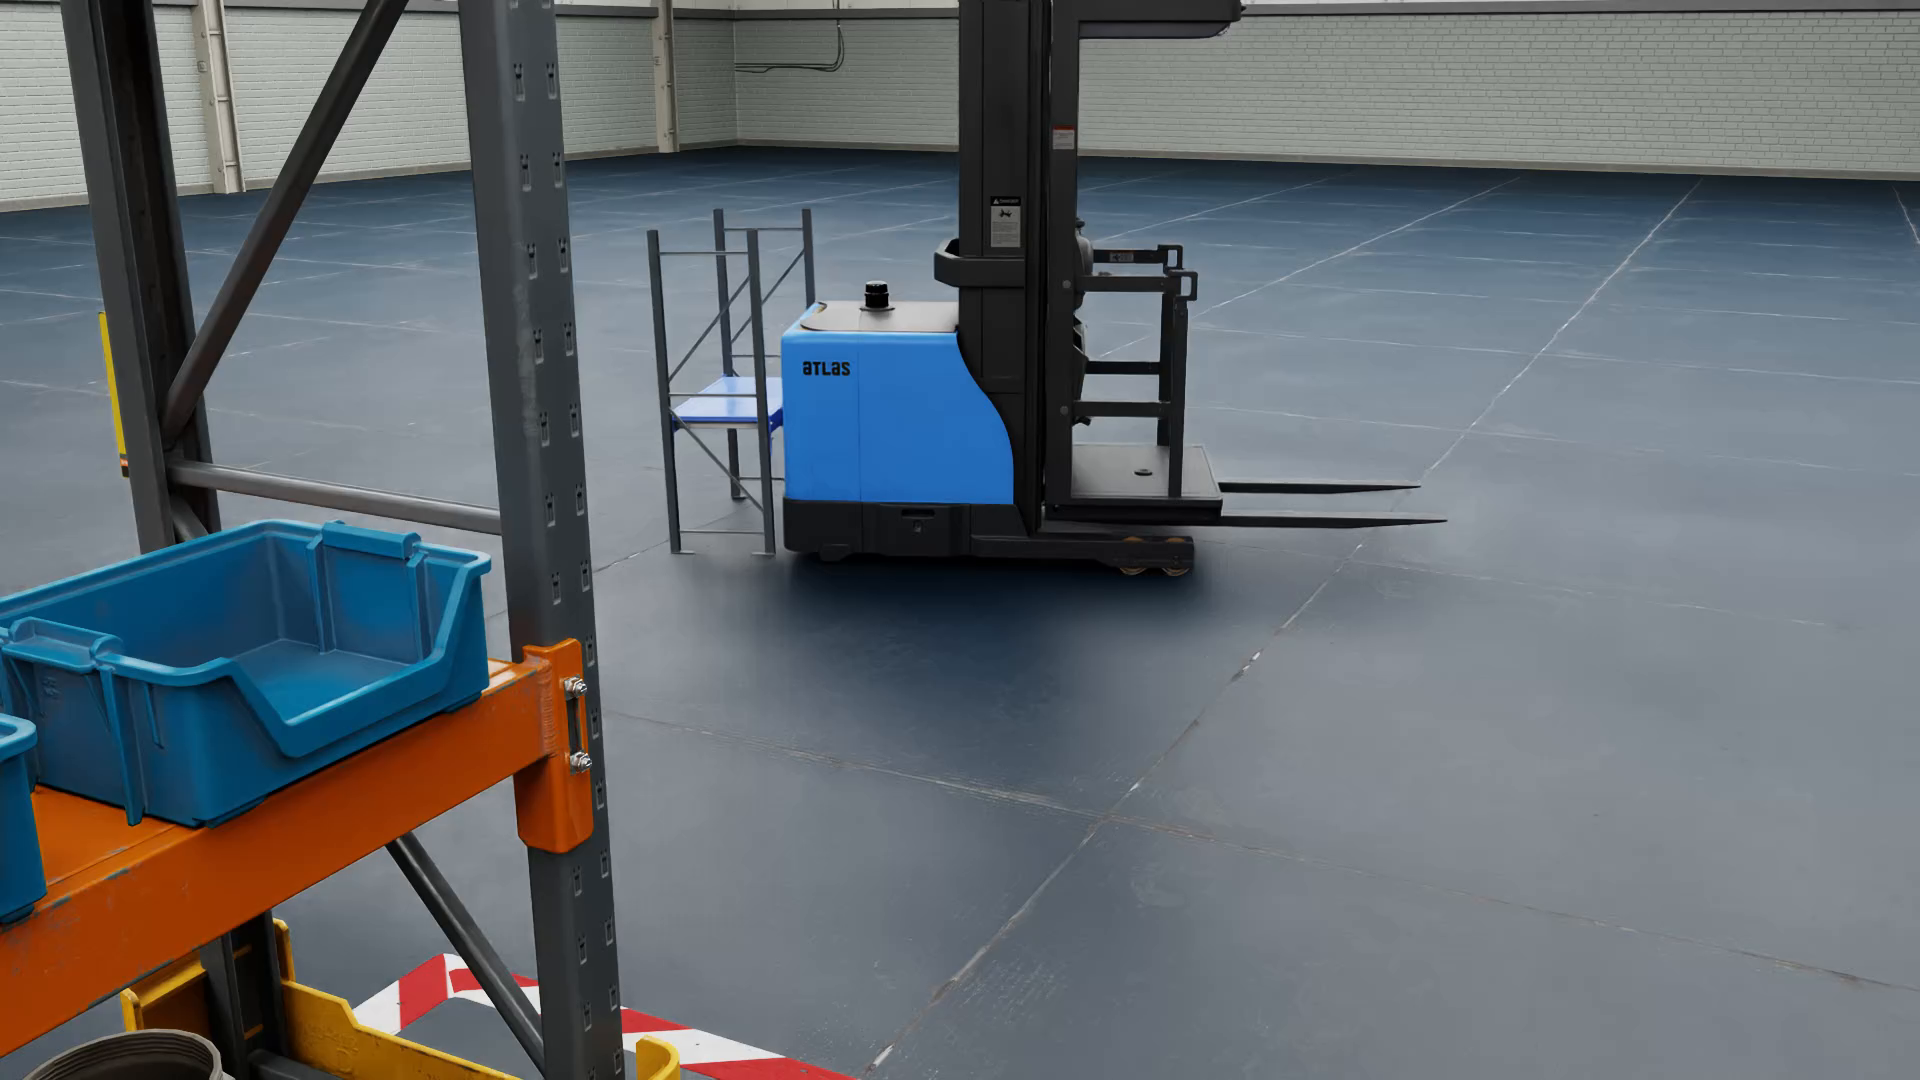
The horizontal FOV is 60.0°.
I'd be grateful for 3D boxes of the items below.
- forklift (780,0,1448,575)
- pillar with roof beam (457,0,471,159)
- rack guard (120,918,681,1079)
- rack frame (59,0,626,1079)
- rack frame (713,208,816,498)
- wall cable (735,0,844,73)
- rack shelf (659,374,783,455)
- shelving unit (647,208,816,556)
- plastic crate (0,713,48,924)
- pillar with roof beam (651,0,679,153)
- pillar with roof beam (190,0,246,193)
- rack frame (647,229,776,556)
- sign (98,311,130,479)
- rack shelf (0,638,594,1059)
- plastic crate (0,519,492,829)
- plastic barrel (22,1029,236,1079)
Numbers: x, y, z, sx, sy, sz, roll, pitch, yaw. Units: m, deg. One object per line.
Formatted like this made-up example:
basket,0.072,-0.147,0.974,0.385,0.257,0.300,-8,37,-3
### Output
forklift,0.725,-1.403,7.602,3.031,2.935,1.130,1,17,3
pillar with roof beam,-5.383,-10.969,29.149,9.100,9.000,0.400,8,18,25
rack guard,-1.094,1.155,3.258,1.175,0.500,0.348,8,18,25
rack frame,-1.105,-0.069,2.988,0.949,2.616,0.053,8,18,25
rack frame,-0.973,-0.940,8.534,0.500,1.500,0.032,1,17,9
wall cable,-4.054,-12.138,38.541,3.097,2.526,0.112,8,18,25
rack shelf,-1.045,-0.625,8.103,0.538,0.185,1.000,1,17,9
shelving unit,-1.049,-0.797,8.053,0.538,1.500,1.048,1,17,9
plastic crate,-1.353,0.333,1.896,0.499,0.251,0.408,8,18,25
pillar with roof beam,-2.702,-12.497,34.295,9.100,9.000,0.400,8,18,25
pillar with roof beam,-8.064,-9.440,24.004,9.100,9.000,0.400,8,18,25
rack frame,-1.125,-0.654,7.571,0.500,1.500,0.032,1,17,9
sign,-1.592,-0.272,3.187,0.100,0.325,0.005,8,18,25
rack shelf,-1.996,0.786,1.374,1.077,0.370,4.000,8,18,25
plastic crate,-1.058,0.168,2.451,0.499,0.251,0.616,8,18,25
plastic barrel,-1.328,1.100,2.684,0.421,0.512,0.421,0,17,0
